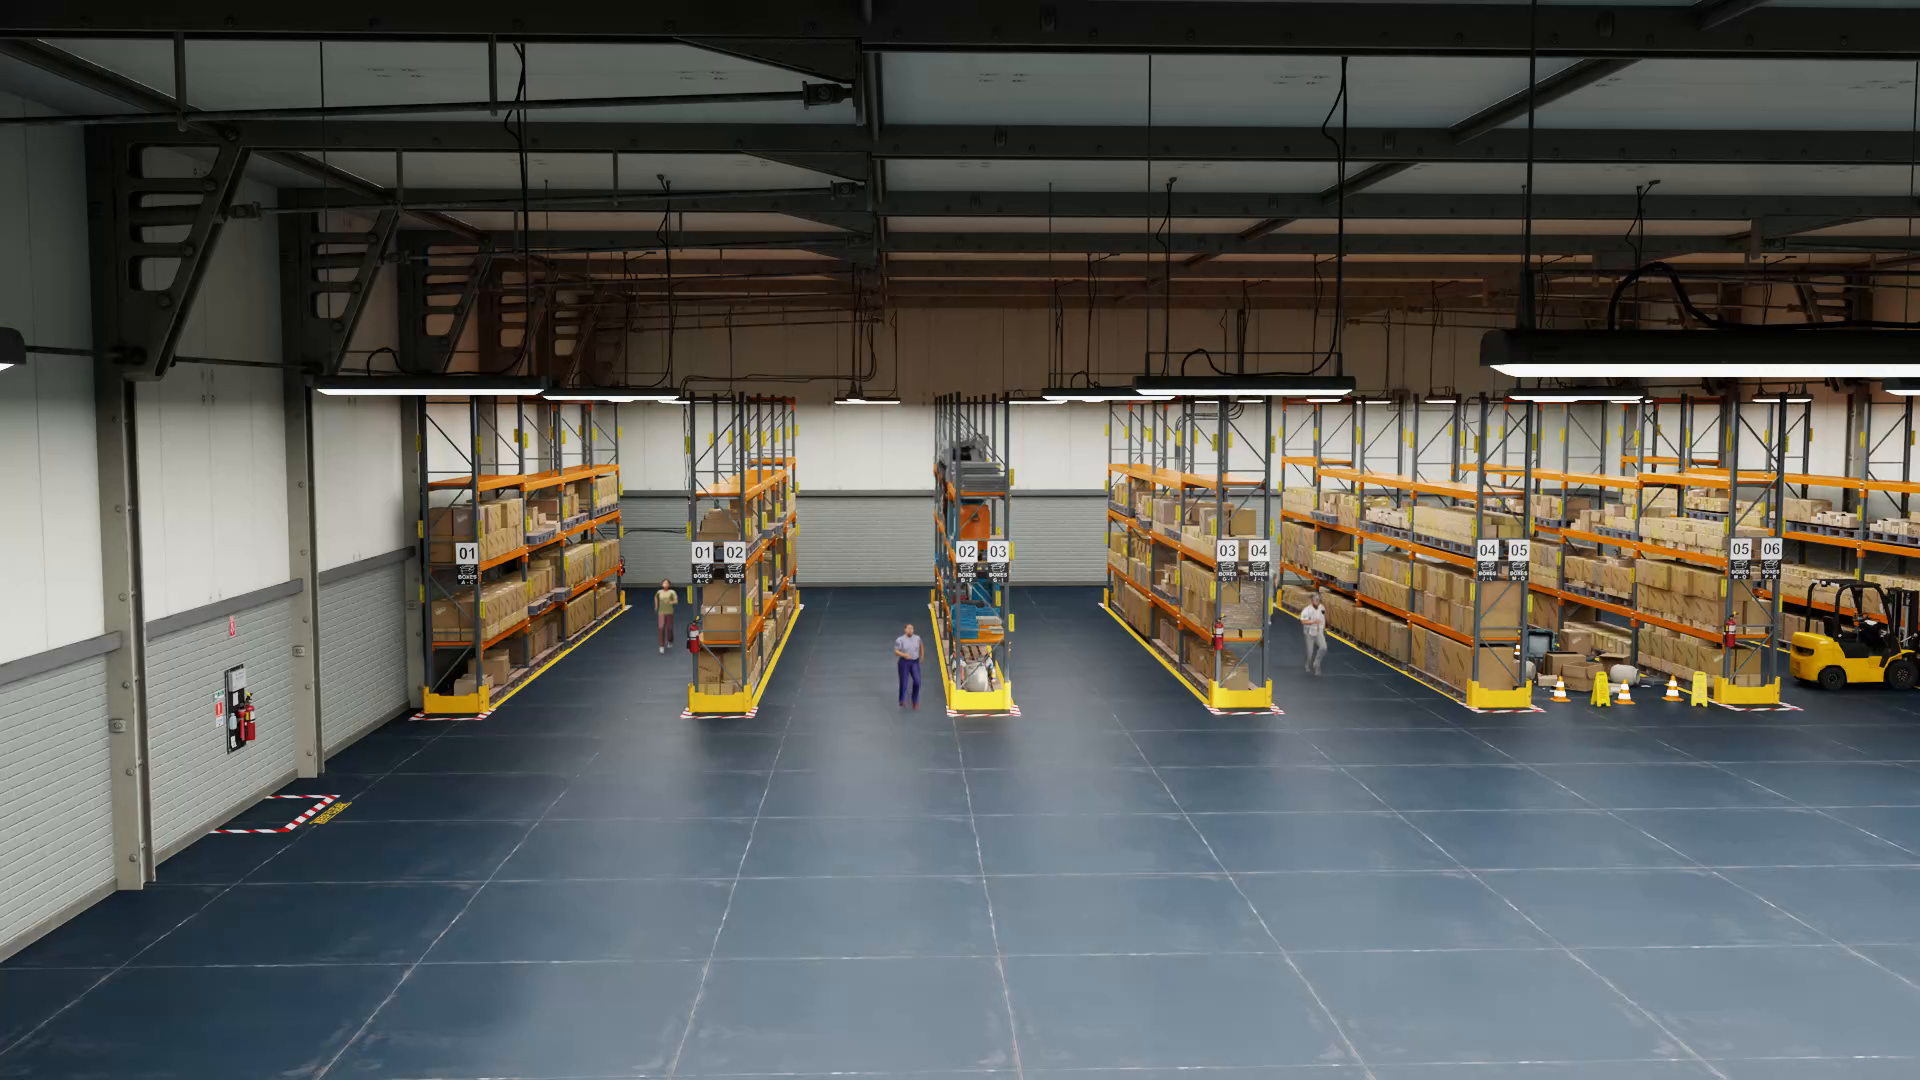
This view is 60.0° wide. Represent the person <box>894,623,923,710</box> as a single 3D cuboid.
[{"bbox_3d":[-0.949,2.407,31.451,0.628,1.700,0.690,-1,5,-18],"label":"person"}]

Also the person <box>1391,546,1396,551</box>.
[{"bbox_3d":[12.792,0.986,48.953,0.586,1.659,0.617,-1,5,-9],"label":"person"}]

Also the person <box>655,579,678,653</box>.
[{"bbox_3d":[-6.877,1.742,38.930,0.564,1.681,0.908,0,5,-4],"label":"person"}]

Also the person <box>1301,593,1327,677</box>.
[{"bbox_3d":[7.551,2.011,35.444,0.690,1.796,0.845,-1,5,-15],"label":"person"}]

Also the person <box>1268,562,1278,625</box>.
[{"bbox_3d":[8.130,1.379,44.019,0.577,1.669,0.895,0,5,-2],"label":"person"}]
